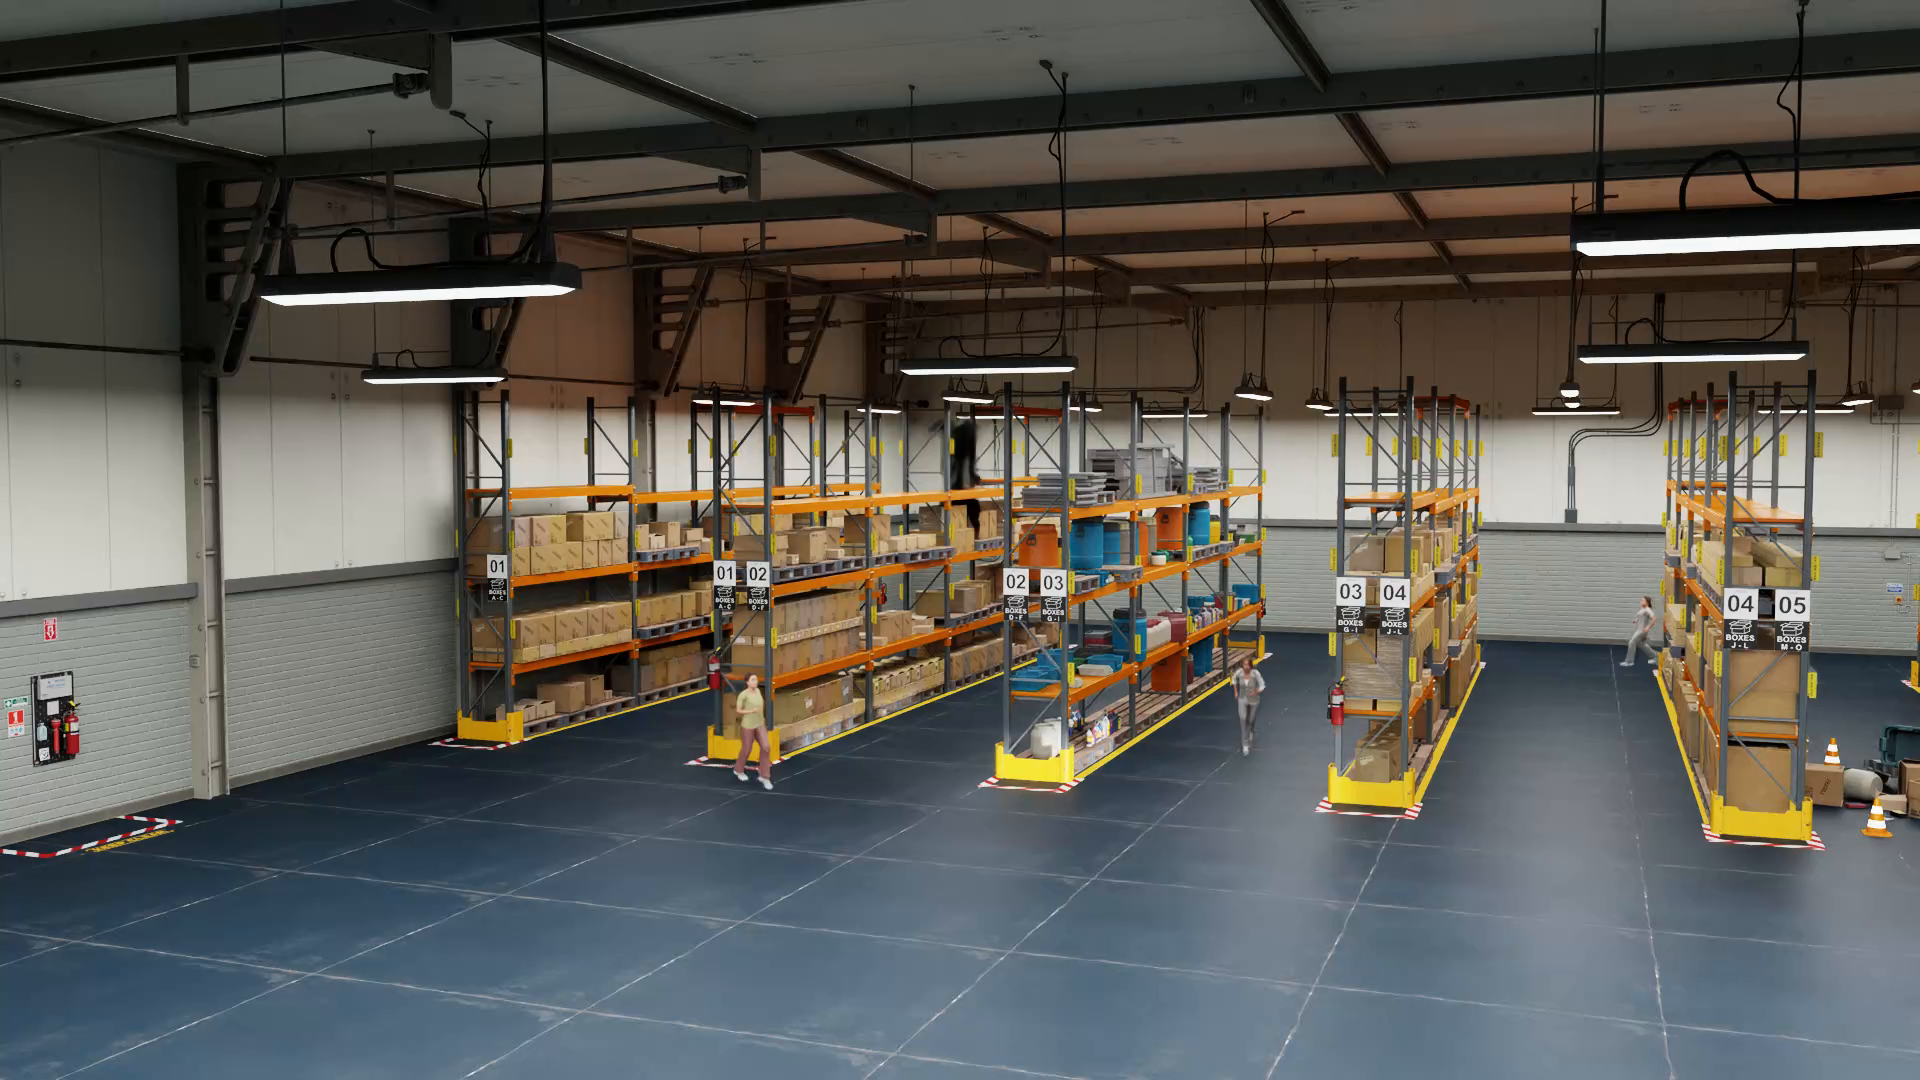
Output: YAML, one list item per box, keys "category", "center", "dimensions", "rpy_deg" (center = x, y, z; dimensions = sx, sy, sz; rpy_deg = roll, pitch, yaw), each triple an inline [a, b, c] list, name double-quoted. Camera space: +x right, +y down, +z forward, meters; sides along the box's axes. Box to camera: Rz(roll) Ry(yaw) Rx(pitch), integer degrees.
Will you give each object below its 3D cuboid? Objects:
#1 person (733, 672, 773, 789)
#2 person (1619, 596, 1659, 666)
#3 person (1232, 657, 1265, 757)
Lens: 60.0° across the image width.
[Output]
- category: "person"
  center: [-3.104, 2.807, 24.654]
  dimensions: [0.565, 1.723, 0.818]
  rpy_deg: [-3, 4, -41]
- category: "person"
  center: [15.535, 2.083, 37.901]
  dimensions: [0.883, 1.639, 0.628]
  rpy_deg: [1, 3, 15]
- category: "person"
  center: [4.769, 2.705, 27.477]
  dimensions: [0.540, 1.588, 0.994]
  rpy_deg: [1, 3, 11]
